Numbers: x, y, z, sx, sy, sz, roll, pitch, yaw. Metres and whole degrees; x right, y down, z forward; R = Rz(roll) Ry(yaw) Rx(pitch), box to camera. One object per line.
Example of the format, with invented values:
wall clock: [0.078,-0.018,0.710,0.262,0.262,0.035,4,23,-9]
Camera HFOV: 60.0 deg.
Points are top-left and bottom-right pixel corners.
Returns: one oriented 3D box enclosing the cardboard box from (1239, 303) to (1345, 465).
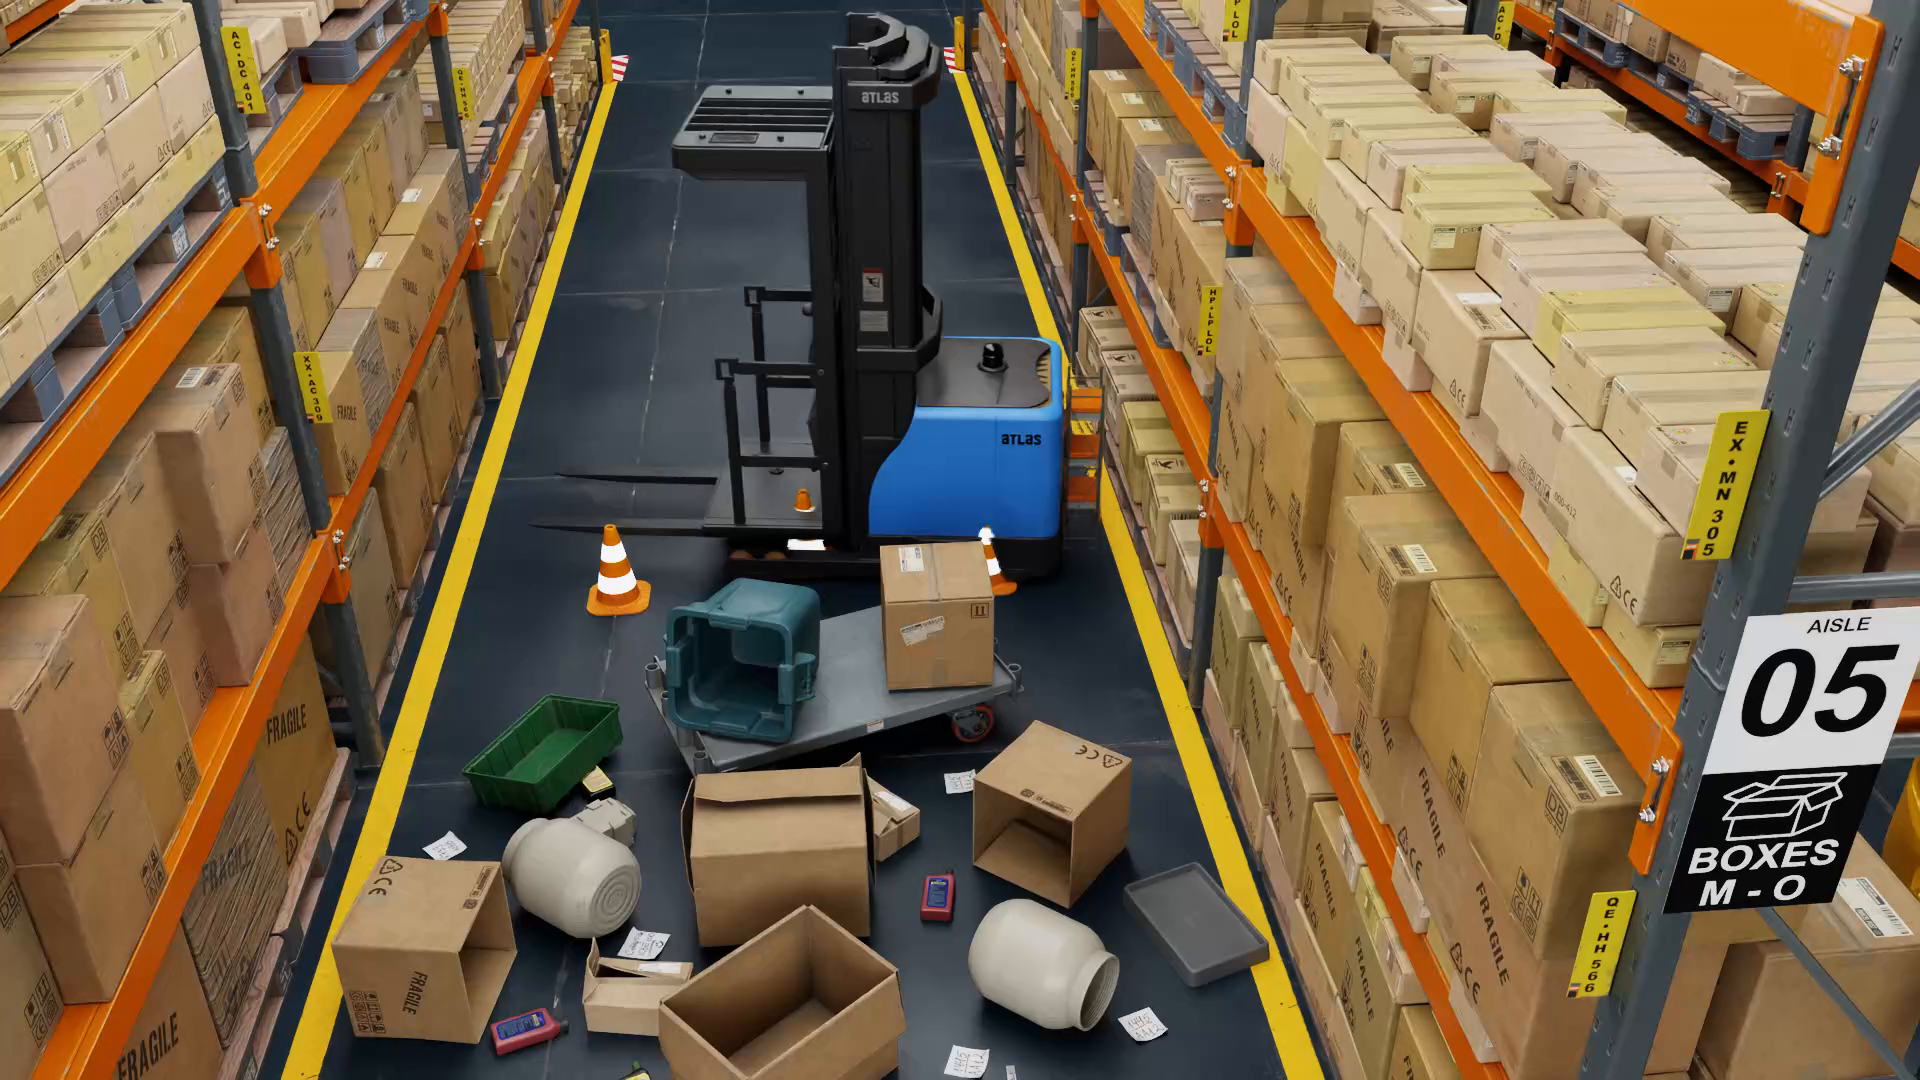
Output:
cardboard box: [1.506,-0.596,6.460,0.700,0.500,0.500,-3,31,-4]

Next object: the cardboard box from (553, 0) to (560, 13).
cardboard box: [-3.860,-4.977,14.769,0.500,0.500,0.500,-3,31,-5]

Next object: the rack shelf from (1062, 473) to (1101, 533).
rack shelf: [0.701,-0.214,9.647,0.215,0.259,0.240,1,31,1]

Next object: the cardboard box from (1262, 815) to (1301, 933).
cardboard box: [1.555,1.364,6.813,0.500,0.250,0.500,-3,31,-5]

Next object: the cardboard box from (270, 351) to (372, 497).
cardboard box: [-3.045,-0.529,7.612,0.500,0.500,0.500,-2,31,-4]

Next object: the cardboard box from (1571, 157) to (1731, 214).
cardboard box: [2.142,-1.077,5.170,0.380,0.149,0.250,-2,31,-4]

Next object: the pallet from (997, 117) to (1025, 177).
pallet: [0.914,-3.772,15.860,1.003,0.211,1.213,-3,31,-5]

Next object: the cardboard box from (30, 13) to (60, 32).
cardboard box: [-9.108,-4.625,16.231,0.875,0.875,0.875,-3,31,-5]

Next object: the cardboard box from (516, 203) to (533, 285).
cardboard box: [-3.553,-2.245,12.612,0.500,0.500,0.500,-4,31,-6]

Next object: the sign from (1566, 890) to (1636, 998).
sign: [1.474,0.933,3.826,0.100,0.325,0.005,-3,31,-5]

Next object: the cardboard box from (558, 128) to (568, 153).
cardboard box: [-3.727,-3.573,14.888,0.380,0.149,0.250,-1,31,-2]

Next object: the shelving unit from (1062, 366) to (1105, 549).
shelving unit: [0.701,-0.462,9.499,0.215,1.050,0.252,1,31,1]

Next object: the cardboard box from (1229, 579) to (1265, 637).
cardboard box: [1.393,0.288,7.251,0.380,0.149,0.250,-2,31,-4]

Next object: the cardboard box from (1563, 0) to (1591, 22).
cardboard box: [5.672,-4.783,14.325,0.700,0.500,0.500,-2,31,-3]

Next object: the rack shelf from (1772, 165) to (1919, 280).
rack shelf: [6.410,-1.445,9.946,1.077,0.370,4.000,-3,31,-5]

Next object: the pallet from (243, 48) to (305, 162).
pallet: [-3.399,-1.876,7.226,0.805,0.209,1.217,-4,31,-7]

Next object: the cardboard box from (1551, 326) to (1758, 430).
cardboard box: [1.675,-0.394,4.028,0.380,0.149,0.250,-3,31,-5]

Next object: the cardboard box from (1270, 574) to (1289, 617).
cardboard box: [1.484,0.180,6.769,0.380,0.149,0.250,-2,31,-3]

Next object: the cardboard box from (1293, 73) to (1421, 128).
cardboard box: [1.428,-1.572,5.999,0.380,0.149,0.250,-4,31,-6]

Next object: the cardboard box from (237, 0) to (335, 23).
cardboard box: [-3.228,-2.623,7.915,0.396,0.266,0.258,-3,31,-5]

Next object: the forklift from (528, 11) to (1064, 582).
forklift: [-0.933,-1.294,9.058,3.031,2.935,1.130,1,31,2]

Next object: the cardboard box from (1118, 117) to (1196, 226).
cardboard box: [1.205,-2.109,9.558,0.500,0.500,0.500,-2,31,-4]

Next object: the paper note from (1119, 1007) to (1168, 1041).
paper note: [0.720,1.903,6.535,0.142,0.019,0.148,-14,33,-22]

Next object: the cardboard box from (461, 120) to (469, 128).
cardboard box: [-3.510,-2.841,11.127,0.380,0.149,0.250,-1,31,-2]

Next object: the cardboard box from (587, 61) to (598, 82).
cardboard box: [-4.003,-4.902,17.402,0.380,0.149,0.250,-2,31,-3]

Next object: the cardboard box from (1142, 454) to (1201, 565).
cardboard box: [1.533,-0.180,9.279,0.950,0.372,0.625,-1,31,-1]

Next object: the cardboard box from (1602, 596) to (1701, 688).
cardboard box: [1.717,0.200,3.809,0.380,0.149,0.250,-3,31,-4]

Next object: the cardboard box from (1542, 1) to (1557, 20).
cardboard box: [5.568,-4.860,15.206,0.380,0.149,0.250,-2,31,-4]

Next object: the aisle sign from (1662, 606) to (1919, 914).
aisle sign: [1.746,0.479,3.488,0.394,0.787,0.004,-3,31,-5]

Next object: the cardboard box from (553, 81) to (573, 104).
cardboard box: [-3.866,-4.222,15.684,0.380,0.149,0.250,-2,31,-4]

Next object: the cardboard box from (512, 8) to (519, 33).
cardboard box: [-3.752,-4.161,13.336,0.380,0.149,0.250,-3,31,-4]

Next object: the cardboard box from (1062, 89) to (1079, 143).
cardboard box: [0.983,-2.921,11.373,0.500,0.250,0.500,-3,31,-5]

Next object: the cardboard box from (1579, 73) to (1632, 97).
cardboard box: [5.690,-4.004,14.634,0.380,0.149,0.250,-4,31,-7]

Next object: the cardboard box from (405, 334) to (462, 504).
cardboard box: [-3.585,-0.700,9.780,1.050,0.750,0.750,-2,31,-4]

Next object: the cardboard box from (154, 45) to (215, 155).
cardboard box: [-2.962,-1.540,5.826,0.500,0.250,0.500,-3,31,-5]

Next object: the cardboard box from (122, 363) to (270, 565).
cardboard box: [-3.097,-0.267,6.073,0.875,0.550,0.550,-3,31,-5]

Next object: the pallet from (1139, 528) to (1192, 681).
pallet: [1.581,0.307,9.031,1.003,0.211,1.213,-3,31,-5]

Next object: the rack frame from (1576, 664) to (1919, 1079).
rack frame: [2.029,1.549,4.231,1.000,3.000,0.127,-3,31,-5]

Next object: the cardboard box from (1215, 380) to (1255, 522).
cardboard box: [1.419,-0.426,7.150,0.500,0.500,0.500,-3,31,-5]

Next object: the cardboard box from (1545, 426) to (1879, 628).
cardboard box: [1.713,-0.050,3.840,0.500,0.250,0.500,-3,31,-5]

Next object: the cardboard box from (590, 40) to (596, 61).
cardboard box: [-4.052,-5.159,17.543,0.380,0.149,0.250,-4,31,-6]

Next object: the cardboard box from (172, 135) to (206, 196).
cardboard box: [-2.888,-1.308,5.828,0.380,0.149,0.250,-2,31,-4]

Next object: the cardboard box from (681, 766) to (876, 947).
cardboard box: [-0.752,1.310,6.934,0.797,0.637,0.503,-3,31,-5]

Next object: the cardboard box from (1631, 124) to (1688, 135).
cardboard box: [5.802,-3.343,13.818,0.380,0.149,0.250,-2,31,-3]

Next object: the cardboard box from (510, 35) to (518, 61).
cardboard box: [-3.731,-3.908,13.203,0.380,0.149,0.250,-3,31,-5]

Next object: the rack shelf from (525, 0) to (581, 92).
rack shelf: [-4.198,-5.001,15.899,1.077,0.370,4.000,-3,31,-5]

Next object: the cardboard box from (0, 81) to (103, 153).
cardboard box: [-2.817,-1.261,4.971,0.380,0.149,0.250,-3,31,-4]

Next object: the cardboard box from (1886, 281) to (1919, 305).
cardboard box: [6.336,-1.283,10.880,0.875,0.625,0.625,-2,31,-3]

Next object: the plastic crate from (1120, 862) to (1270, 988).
plastic crate: [0.985,1.601,6.991,0.402,0.080,0.583,-14,33,-22]

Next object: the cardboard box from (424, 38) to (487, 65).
cardboard box: [-3.612,-3.491,11.924,0.380,0.149,0.250,-2,31,-3]

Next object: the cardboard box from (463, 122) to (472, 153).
cardboard box: [-3.503,-2.694,11.171,0.380,0.149,0.250,-1,31,-2]

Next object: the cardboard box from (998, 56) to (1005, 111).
cardboard box: [0.871,-4.440,16.348,0.875,0.438,0.875,-4,31,-6]

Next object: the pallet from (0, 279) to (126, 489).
pallet: [-3.087,-0.414,4.680,1.003,0.211,1.213,-3,31,-5]

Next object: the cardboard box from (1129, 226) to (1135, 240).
cardboard box: [1.204,-1.884,9.815,0.380,0.149,0.250,-1,31,-2]

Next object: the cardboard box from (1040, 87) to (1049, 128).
cardboard box: [0.881,-3.235,12.386,0.500,0.250,0.500,-3,31,-5]

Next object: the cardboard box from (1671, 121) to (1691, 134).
cardboard box: [6.254,-3.498,14.077,0.380,0.149,0.250,-2,31,-3]
